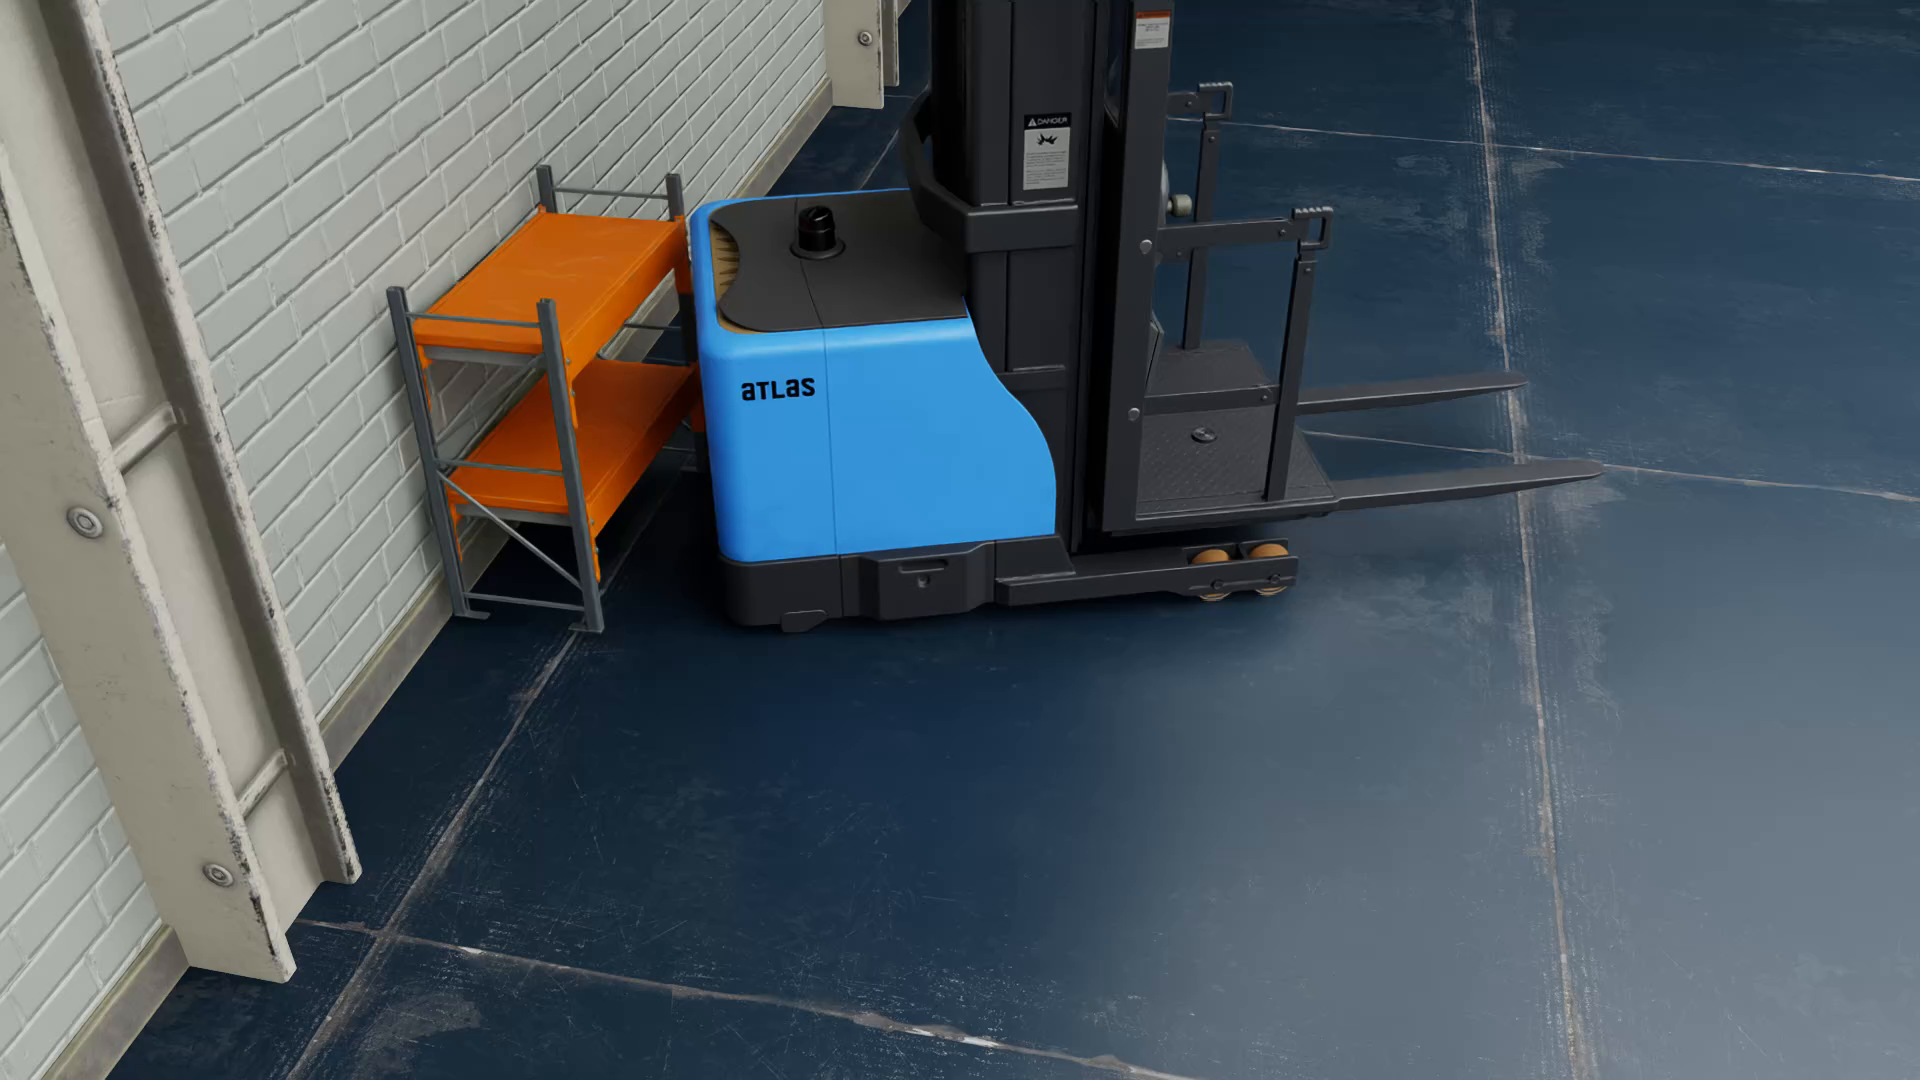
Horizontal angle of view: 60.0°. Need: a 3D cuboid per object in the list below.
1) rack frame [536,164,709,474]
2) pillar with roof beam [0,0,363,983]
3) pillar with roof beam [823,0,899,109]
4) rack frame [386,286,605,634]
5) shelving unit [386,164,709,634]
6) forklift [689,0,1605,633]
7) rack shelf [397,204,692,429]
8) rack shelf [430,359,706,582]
[{"bbox_3d":[-1.163,-0.750,5.814,0.500,1.125,0.032,6,33,10],"label":"rack frame"},{"bbox_3d":[2.394,-2.116,1.001,9.100,9.000,0.400,7,37,10],"label":"pillar with roof beam"},{"bbox_3d":[3.675,-5.556,5.747,9.100,9.000,0.400,7,37,10],"label":"pillar with roof beam"},{"bbox_3d":[-1.373,-0.215,4.975,0.500,1.125,0.032,6,33,10],"label":"rack frame"},{"bbox_3d":[-1.268,-0.482,5.395,0.538,1.125,1.048,6,33,10],"label":"shelving unit"},{"bbox_3d":[0.665,-1.292,5.035,3.031,2.935,1.130,-5,36,-7],"label":"forklift"},{"bbox_3d":[-1.271,-0.729,5.238,0.538,0.278,1.000,6,33,10],"label":"rack shelf"},{"bbox_3d":[-1.266,-0.276,5.526,0.538,0.278,1.000,6,33,10],"label":"rack shelf"}]
